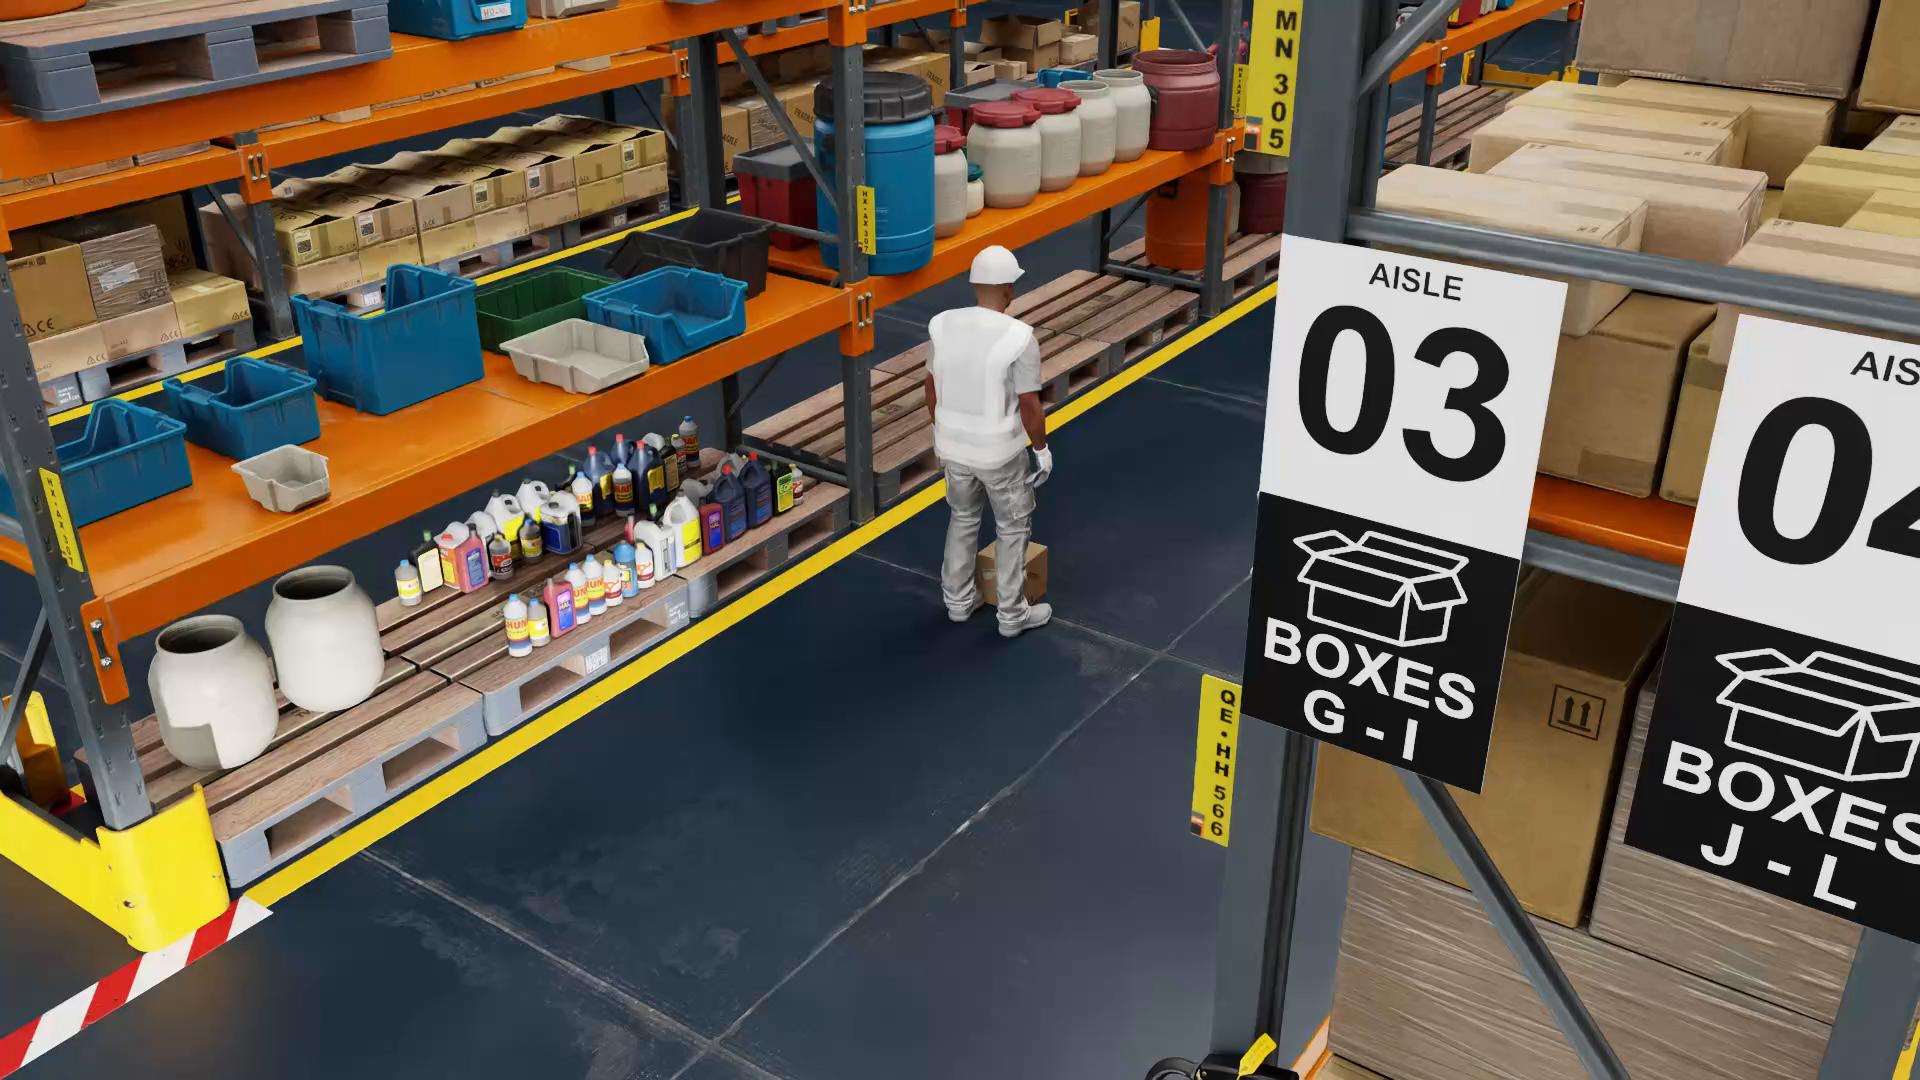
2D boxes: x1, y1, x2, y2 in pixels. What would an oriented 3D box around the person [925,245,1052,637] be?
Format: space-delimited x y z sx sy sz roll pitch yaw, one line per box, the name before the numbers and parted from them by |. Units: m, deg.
person | 0.130 -0.433 7.464 0.619 1.774 0.452 17 31 30
